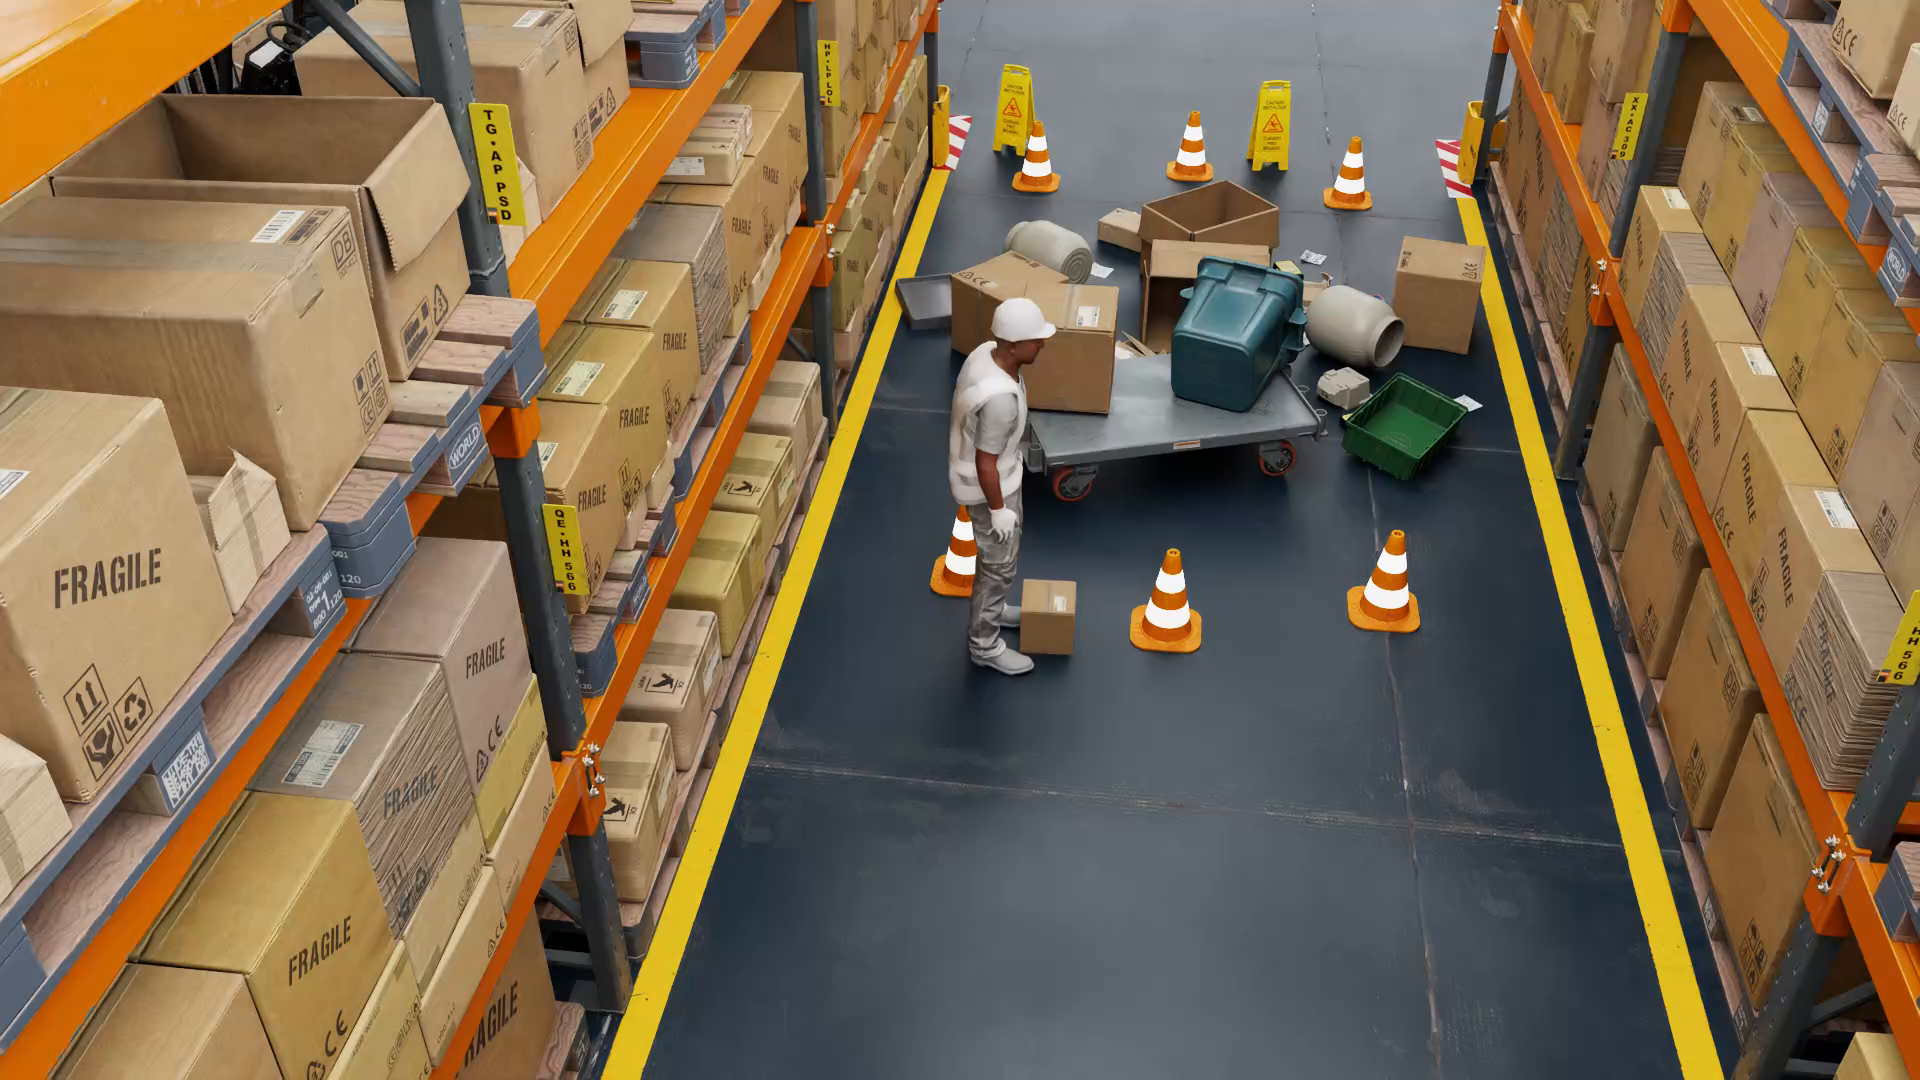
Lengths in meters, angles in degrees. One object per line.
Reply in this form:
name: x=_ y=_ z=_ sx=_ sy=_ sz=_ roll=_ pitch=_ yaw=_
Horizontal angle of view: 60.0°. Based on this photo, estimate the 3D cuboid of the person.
person: x=0.176 y=-0.257 z=7.390 sx=0.450 sy=1.772 sz=0.619 roll=2 pitch=36 yaw=2
